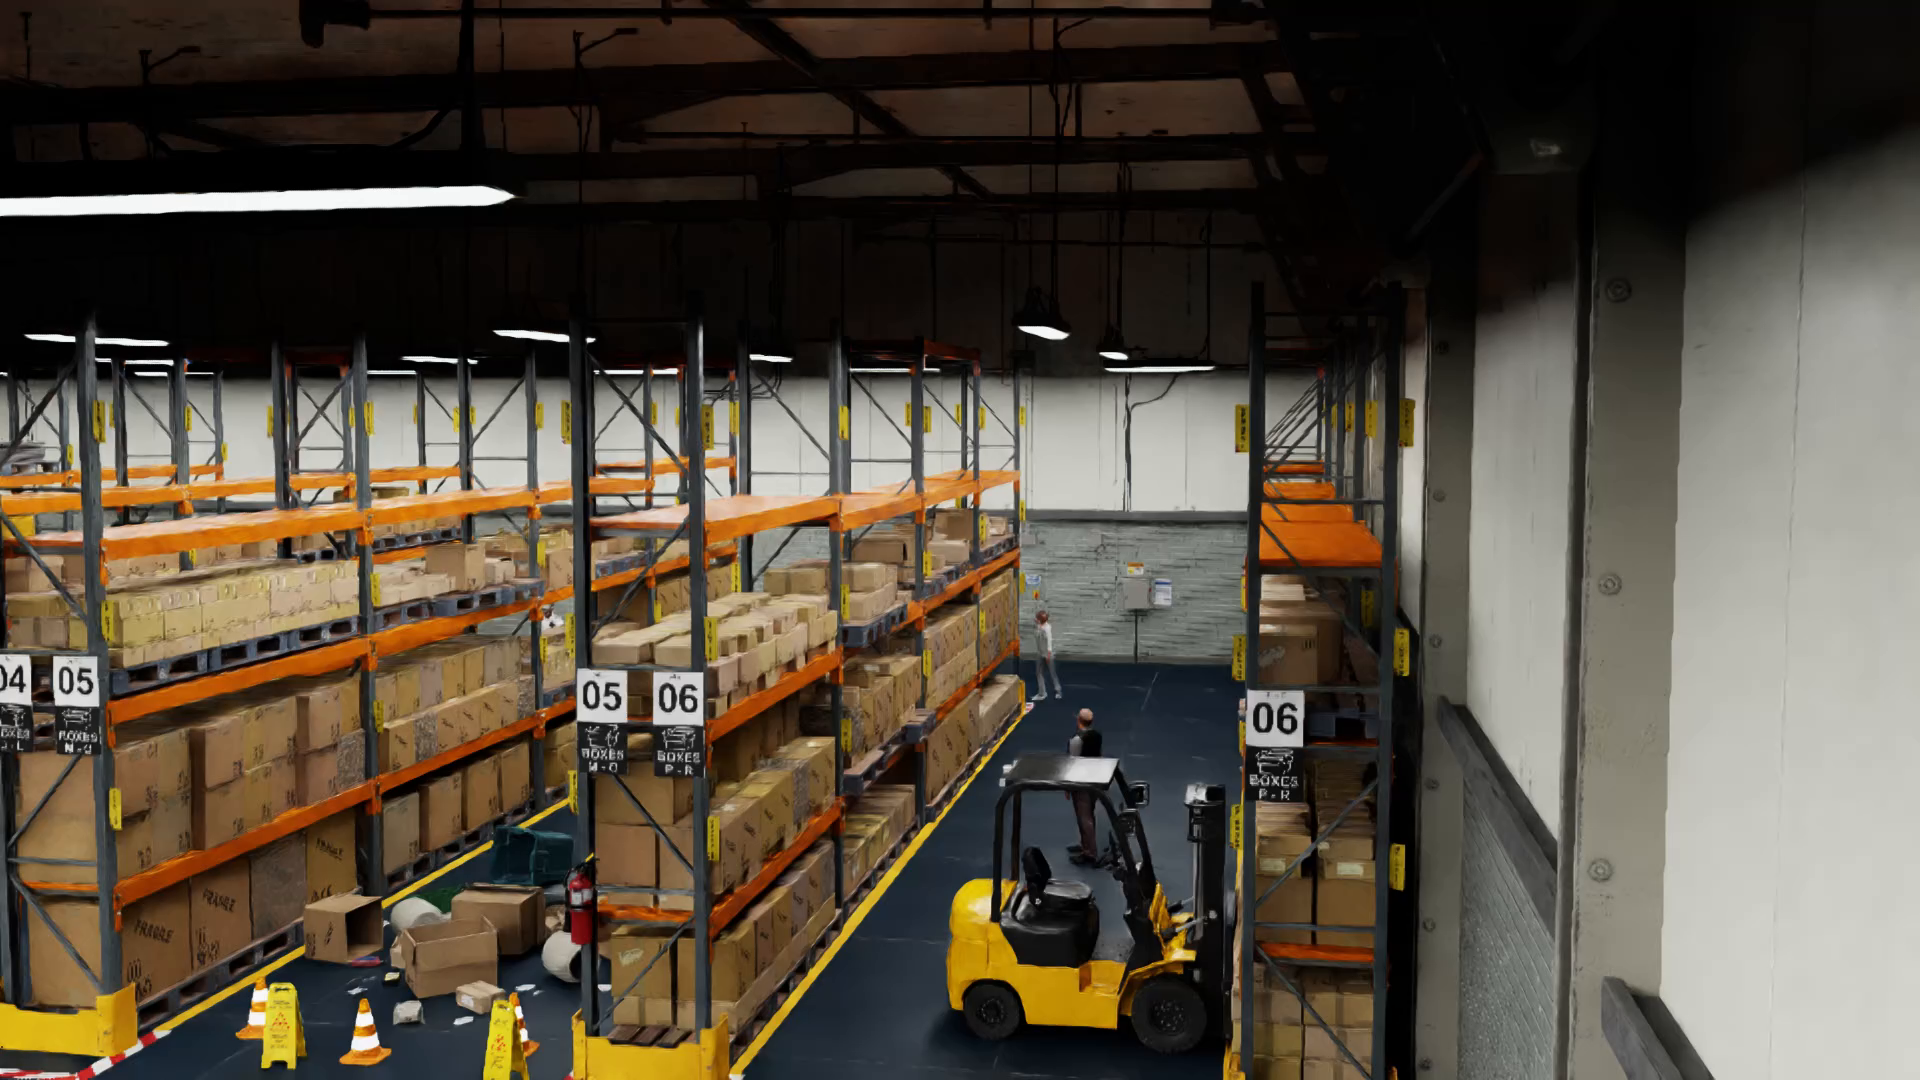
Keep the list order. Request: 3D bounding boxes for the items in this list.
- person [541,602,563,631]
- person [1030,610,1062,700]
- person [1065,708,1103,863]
[{"bbox_3d":[-7.288,1.923,29.626,0.556,1.712,1.040,1,5,10],"label":"person"},{"bbox_3d":[1.534,2.033,29.257,0.516,1.581,0.469,-2,5,-24],"label":"person"},{"bbox_3d":[1.404,2.770,18.970,0.555,1.722,0.615,4,6,38],"label":"person"}]
